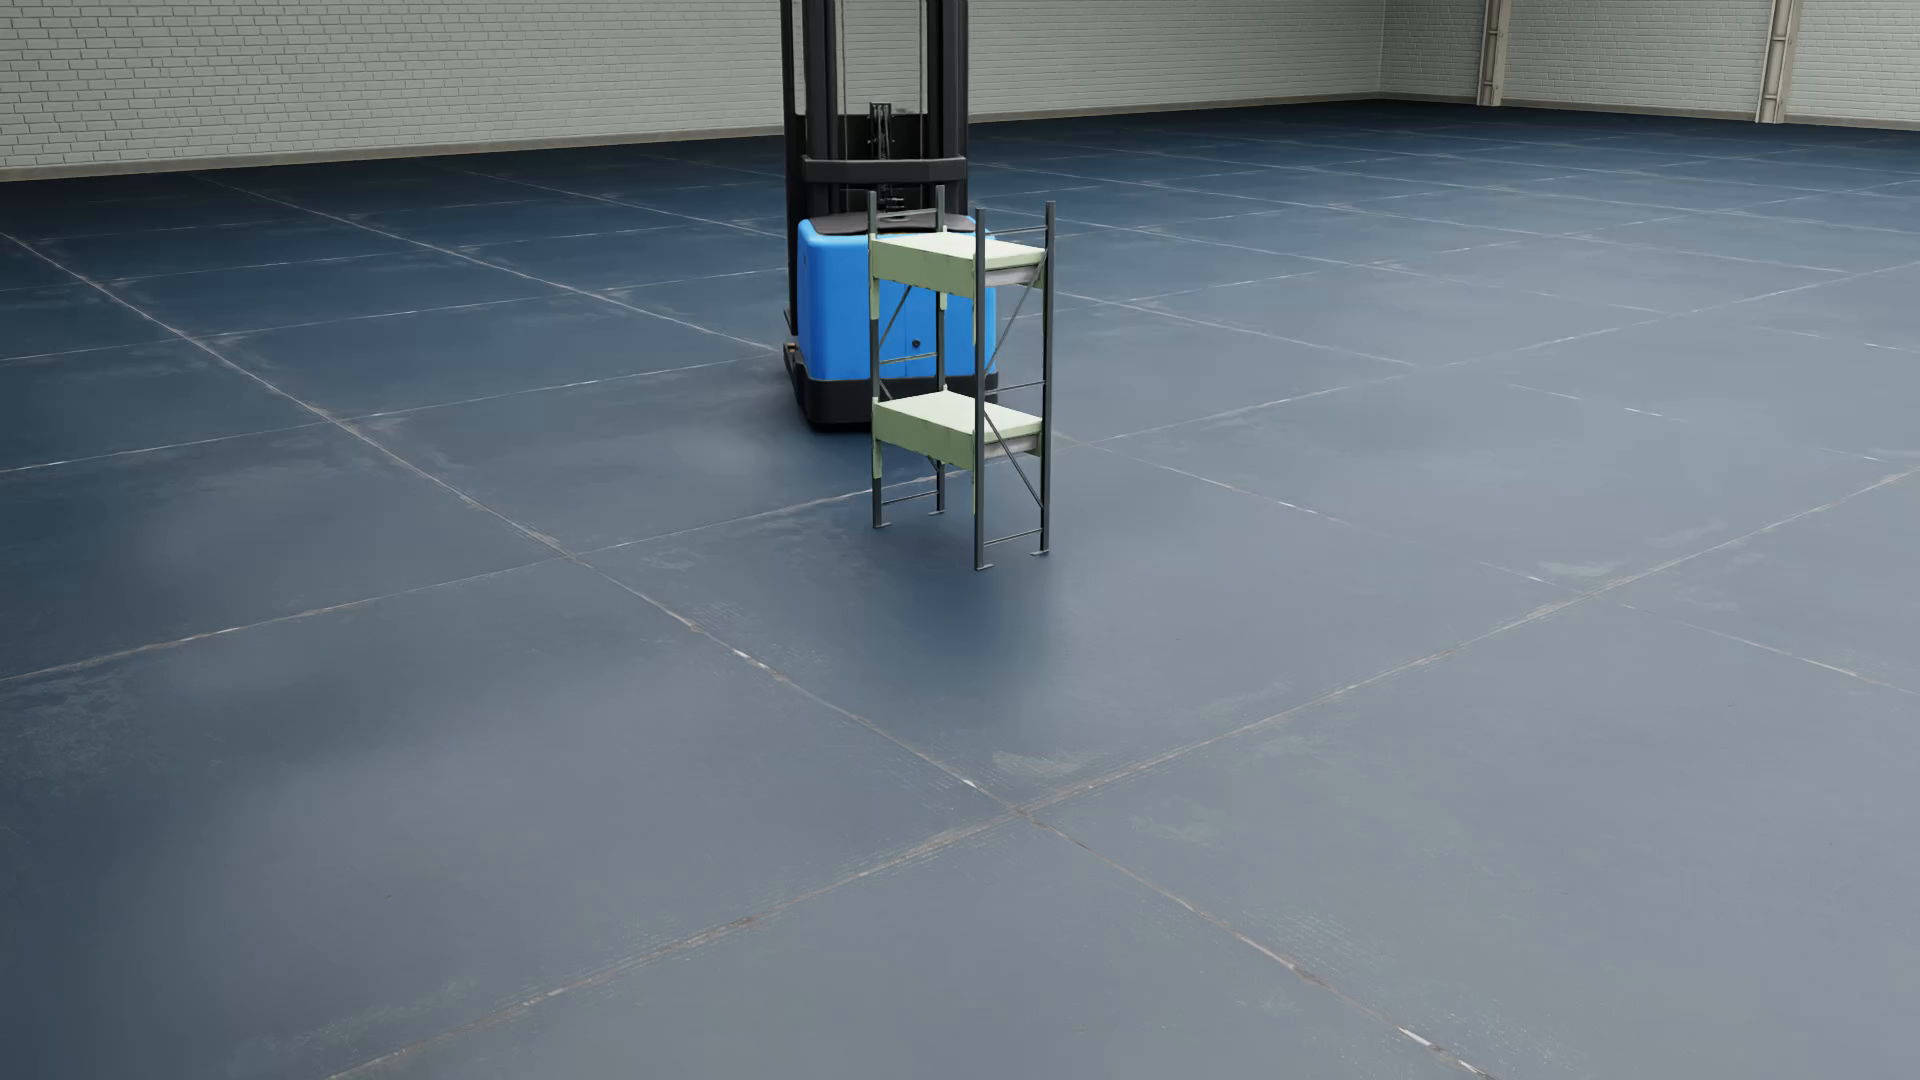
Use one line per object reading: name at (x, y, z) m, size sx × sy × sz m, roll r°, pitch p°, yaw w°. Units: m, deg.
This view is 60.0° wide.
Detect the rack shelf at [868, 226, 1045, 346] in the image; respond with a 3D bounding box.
rack shelf at (-0.004, -1.084, 7.009) m, size 0.431 × 0.370 × 0.720 m, roll -14°, pitch 23°, yaw -36°

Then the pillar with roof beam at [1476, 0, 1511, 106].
pillar with roof beam at (7.729, -12.560, 30.977) m, size 9.100 × 9.000 × 0.400 m, roll -14°, pitch 23°, yaw -36°

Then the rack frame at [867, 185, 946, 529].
rack frame at (-0.231, -0.804, 7.404) m, size 0.400 × 1.500 × 0.023 m, roll -14°, pitch 23°, yaw -36°

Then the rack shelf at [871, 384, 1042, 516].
rack shelf at (-0.004, -0.404, 7.234) m, size 0.431 × 0.370 × 0.720 m, roll -14°, pitch 23°, yaw -36°

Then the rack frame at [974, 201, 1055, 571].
rack frame at (0.223, -0.623, 6.859) m, size 0.400 × 1.500 × 0.023 m, roll -14°, pitch 23°, yaw -36°

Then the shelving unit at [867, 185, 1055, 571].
shelving unit at (-0.004, -0.714, 7.132) m, size 0.431 × 1.500 × 0.755 m, roll -14°, pitch 23°, yaw -36°

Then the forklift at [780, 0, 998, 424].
forklift at (-0.535, -2.446, 10.087) m, size 1.130 × 2.935 × 3.031 m, roll -3°, pitch 19°, yaw -9°

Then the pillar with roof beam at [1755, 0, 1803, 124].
pillar with roof beam at (11.455, -11.081, 26.512) m, size 9.100 × 9.000 × 0.400 m, roll -14°, pitch 23°, yaw -36°
